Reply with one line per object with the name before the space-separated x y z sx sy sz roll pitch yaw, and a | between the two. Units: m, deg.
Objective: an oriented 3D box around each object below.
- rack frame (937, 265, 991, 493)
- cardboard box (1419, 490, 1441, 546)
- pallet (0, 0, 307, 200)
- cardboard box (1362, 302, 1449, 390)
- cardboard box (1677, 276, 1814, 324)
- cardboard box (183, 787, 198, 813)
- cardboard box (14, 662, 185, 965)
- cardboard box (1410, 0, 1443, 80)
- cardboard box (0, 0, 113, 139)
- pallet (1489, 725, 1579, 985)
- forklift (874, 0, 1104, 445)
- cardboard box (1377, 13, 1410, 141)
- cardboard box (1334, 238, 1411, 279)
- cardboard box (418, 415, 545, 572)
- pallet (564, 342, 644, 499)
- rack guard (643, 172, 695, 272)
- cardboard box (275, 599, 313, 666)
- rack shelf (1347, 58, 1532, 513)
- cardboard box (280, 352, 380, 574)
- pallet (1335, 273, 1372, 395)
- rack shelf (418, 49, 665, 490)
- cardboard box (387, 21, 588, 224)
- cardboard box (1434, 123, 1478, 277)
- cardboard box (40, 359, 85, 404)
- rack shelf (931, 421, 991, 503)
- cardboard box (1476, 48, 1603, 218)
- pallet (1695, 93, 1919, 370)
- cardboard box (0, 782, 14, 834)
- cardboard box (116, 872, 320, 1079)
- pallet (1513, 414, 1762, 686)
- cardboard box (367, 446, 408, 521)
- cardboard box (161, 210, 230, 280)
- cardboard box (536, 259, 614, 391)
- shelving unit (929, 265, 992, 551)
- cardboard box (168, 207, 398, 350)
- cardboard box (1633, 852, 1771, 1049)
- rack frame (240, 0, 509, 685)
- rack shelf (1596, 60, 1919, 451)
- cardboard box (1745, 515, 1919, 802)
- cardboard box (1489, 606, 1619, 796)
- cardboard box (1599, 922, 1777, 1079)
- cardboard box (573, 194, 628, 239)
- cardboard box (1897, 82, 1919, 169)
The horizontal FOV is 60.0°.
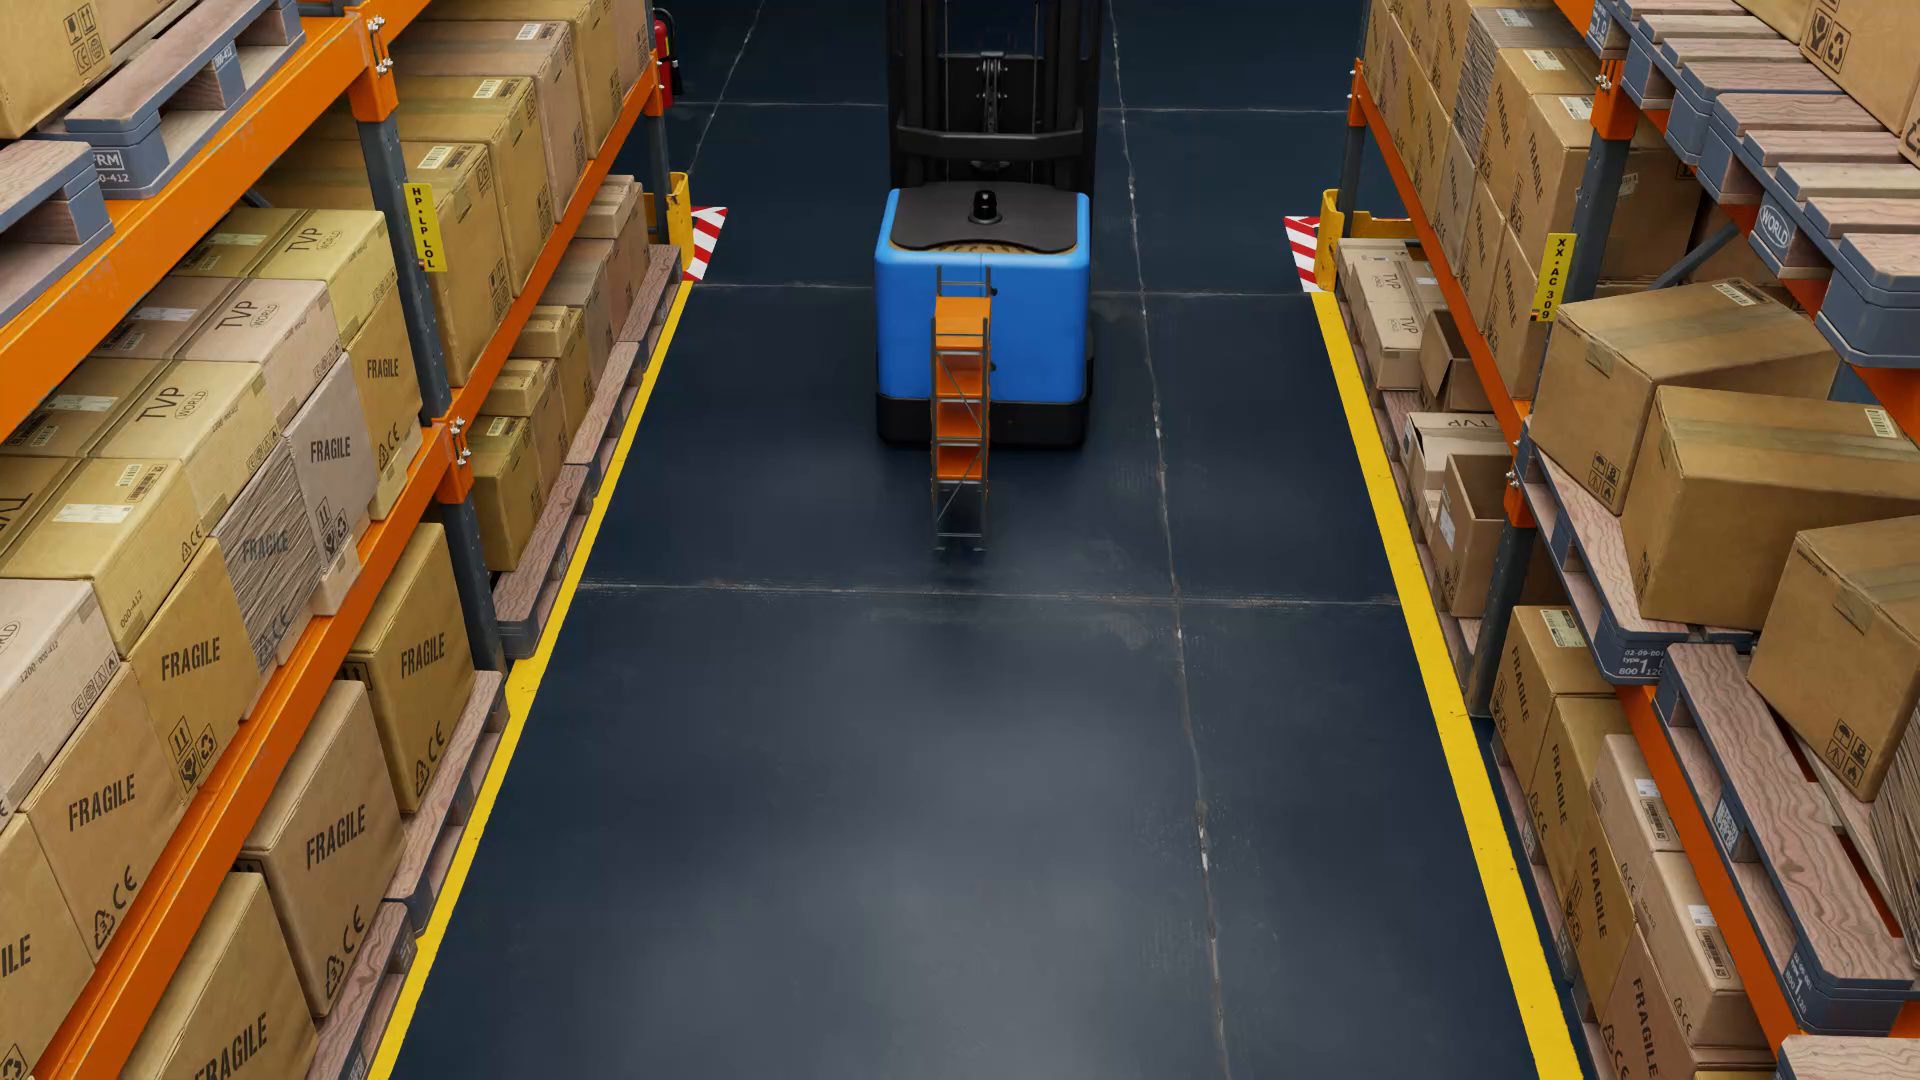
rack frame | 0.016 -0.726 7.740 0.240 1.200 0.015 1 35 2
cardboard box | 2.256 -0.092 7.370 0.380 0.149 0.250 1 35 2
pallet | -2.376 -1.261 4.494 0.805 0.209 1.217 0 35 0
cardboard box | 2.377 -1.001 8.574 0.500 0.250 0.500 1 35 2
cardboard box | 2.854 -0.856 6.272 0.500 0.500 0.500 2 35 3
cardboard box | -2.253 0.687 4.365 0.380 0.149 0.250 2 35 2
cardboard box | -2.222 0.628 3.885 0.500 0.500 0.500 1 35 2
cardboard box | 2.403 -2.440 7.656 0.500 0.500 0.500 2 35 3
cardboard box | -2.491 -1.264 3.862 0.700 0.500 0.500 1 35 1
pallet | 2.567 1.081 6.028 1.003 0.211 1.213 1 35 2
forklift | 0.188 -2.496 8.753 1.130 2.935 3.031 2 35 3
cardboard box | 2.426 -2.322 8.358 0.500 0.500 0.500 1 35 1
cardboard box | 2.362 -1.607 9.525 0.380 0.149 0.250 1 35 2
cardboard box | -2.256 -0.217 7.258 0.700 0.500 0.500 2 35 2
pallet | -2.233 -0.637 8.473 1.003 0.211 1.213 1 35 2
rack guard | -2.227 -1.930 10.061 1.175 0.500 0.348 1 35 2
cardboard box | -2.189 0.240 5.000 0.380 0.149 0.250 1 35 2
rack shelf | 2.642 -1.383 7.735 1.077 0.370 4.000 1 35 2
cardboard box | -2.165 -0.247 5.129 0.500 0.500 0.500 2 35 2
pallet | 2.688 -1.184 9.251 1.003 0.211 1.213 1 35 2
rack shelf | -2.308 -1.495 7.894 1.077 0.370 4.000 1 35 2
cardboard box | -2.296 -1.912 7.601 0.980 0.700 0.700 0 35 0
cardboard box | 2.363 -1.454 7.123 0.500 0.500 0.500 2 35 3
cardboard box | -2.696 -0.271 4.511 0.500 0.250 0.500 0 35 0
rack shelf | 0.007 -0.368 7.693 0.258 0.148 0.480 1 35 2
cardboard box | 2.341 -1.569 6.417 0.500 0.500 0.500 1 35 1
pallet | 2.427 -0.709 3.706 1.213 0.211 1.003 1 35 2
cardboard box | -2.252 0.616 3.249 0.500 0.250 0.500 1 35 1
cardboard box | -2.347 1.443 4.593 0.750 0.750 0.750 1 35 2
pallet | 2.420 0.007 5.298 1.003 0.211 1.213 1 35 2
cardboard box | -2.105 -0.199 5.626 0.380 0.149 0.250 2 35 3
cardboard box | -2.667 -0.860 5.349 0.500 0.250 0.500 2 35 3
cardboard box | -2.195 -1.107 8.525 0.700 0.500 0.500 0 35 0
shelving unit | 0.007 -0.586 7.540 0.258 1.200 0.503 1 35 2
cardboard box | -2.151 -0.844 5.327 0.500 0.250 0.500 2 35 3
cardboard box | 2.239 1.143 4.654 0.500 0.250 0.500 1 35 1
rack frame | -2.388 -0.640 6.052 1.000 3.000 0.127 1 35 2
rack shelf | 2.481 -0.312 3.602 1.077 0.370 4.000 1 35 2
cardboard box | 2.552 0.276 4.297 0.700 0.500 0.500 -7 36 -10
cardboard box | 2.299 0.587 6.098 0.500 0.500 0.500 0 35 0
cardboard box | 2.240 1.471 4.840 0.500 0.500 0.500 0 35 0
cardboard box | -1.988 -1.724 8.838 0.380 0.149 0.250 2 35 3
cardboard box | 2.417 -0.955 3.352 0.600 0.600 0.600 0 35 0
